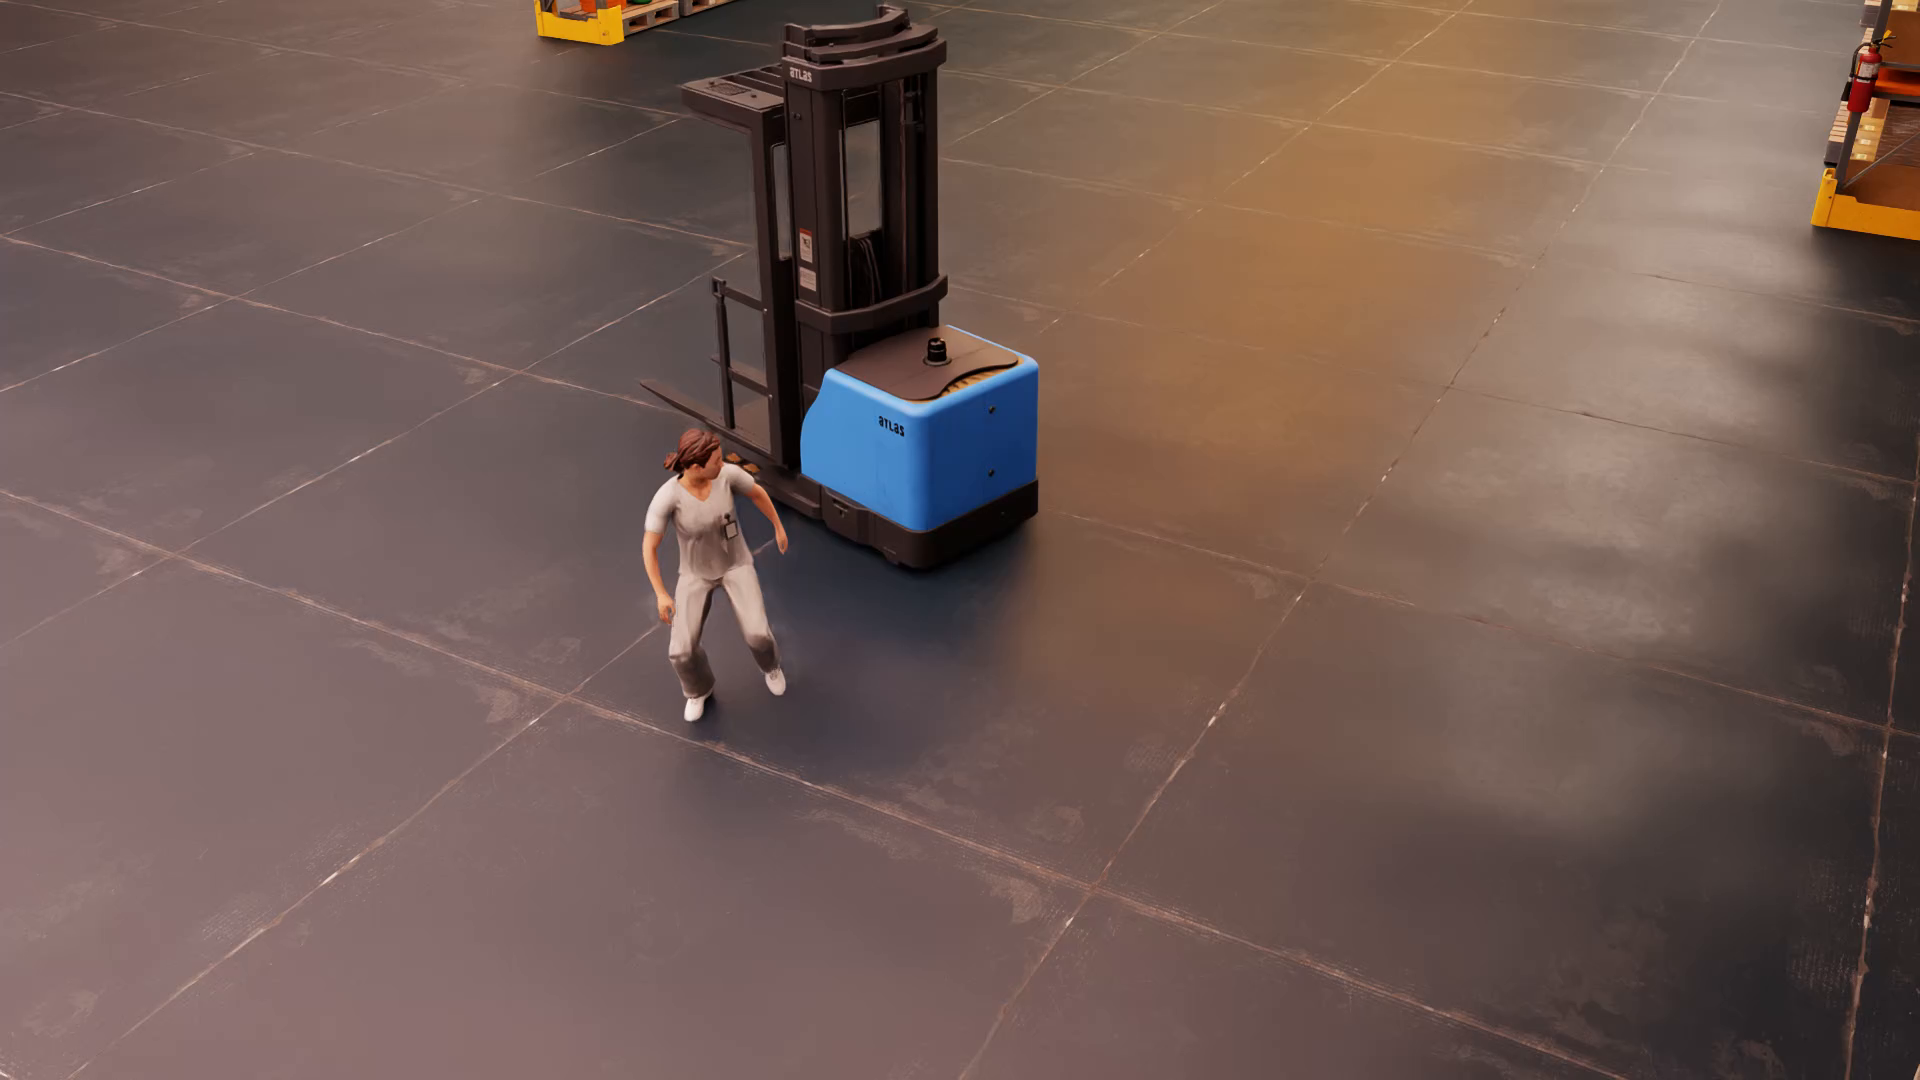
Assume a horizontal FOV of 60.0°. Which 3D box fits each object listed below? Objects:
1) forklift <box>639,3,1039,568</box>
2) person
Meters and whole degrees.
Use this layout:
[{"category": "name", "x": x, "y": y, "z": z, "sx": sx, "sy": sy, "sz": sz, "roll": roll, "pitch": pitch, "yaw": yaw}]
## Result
[{"category": "forklift", "x": -0.913, "y": -1.745, "z": 10.094, "sx": 1.130, "sy": 2.935, "sz": 3.031, "roll": -26, "pitch": 39, "yaw": -37}, {"category": "person", "x": -1.178, "y": 0.167, "z": 8.156, "sx": 0.714, "sy": 1.576, "sz": 0.536, "roll": -6, "pitch": 30, "yaw": -10}]
